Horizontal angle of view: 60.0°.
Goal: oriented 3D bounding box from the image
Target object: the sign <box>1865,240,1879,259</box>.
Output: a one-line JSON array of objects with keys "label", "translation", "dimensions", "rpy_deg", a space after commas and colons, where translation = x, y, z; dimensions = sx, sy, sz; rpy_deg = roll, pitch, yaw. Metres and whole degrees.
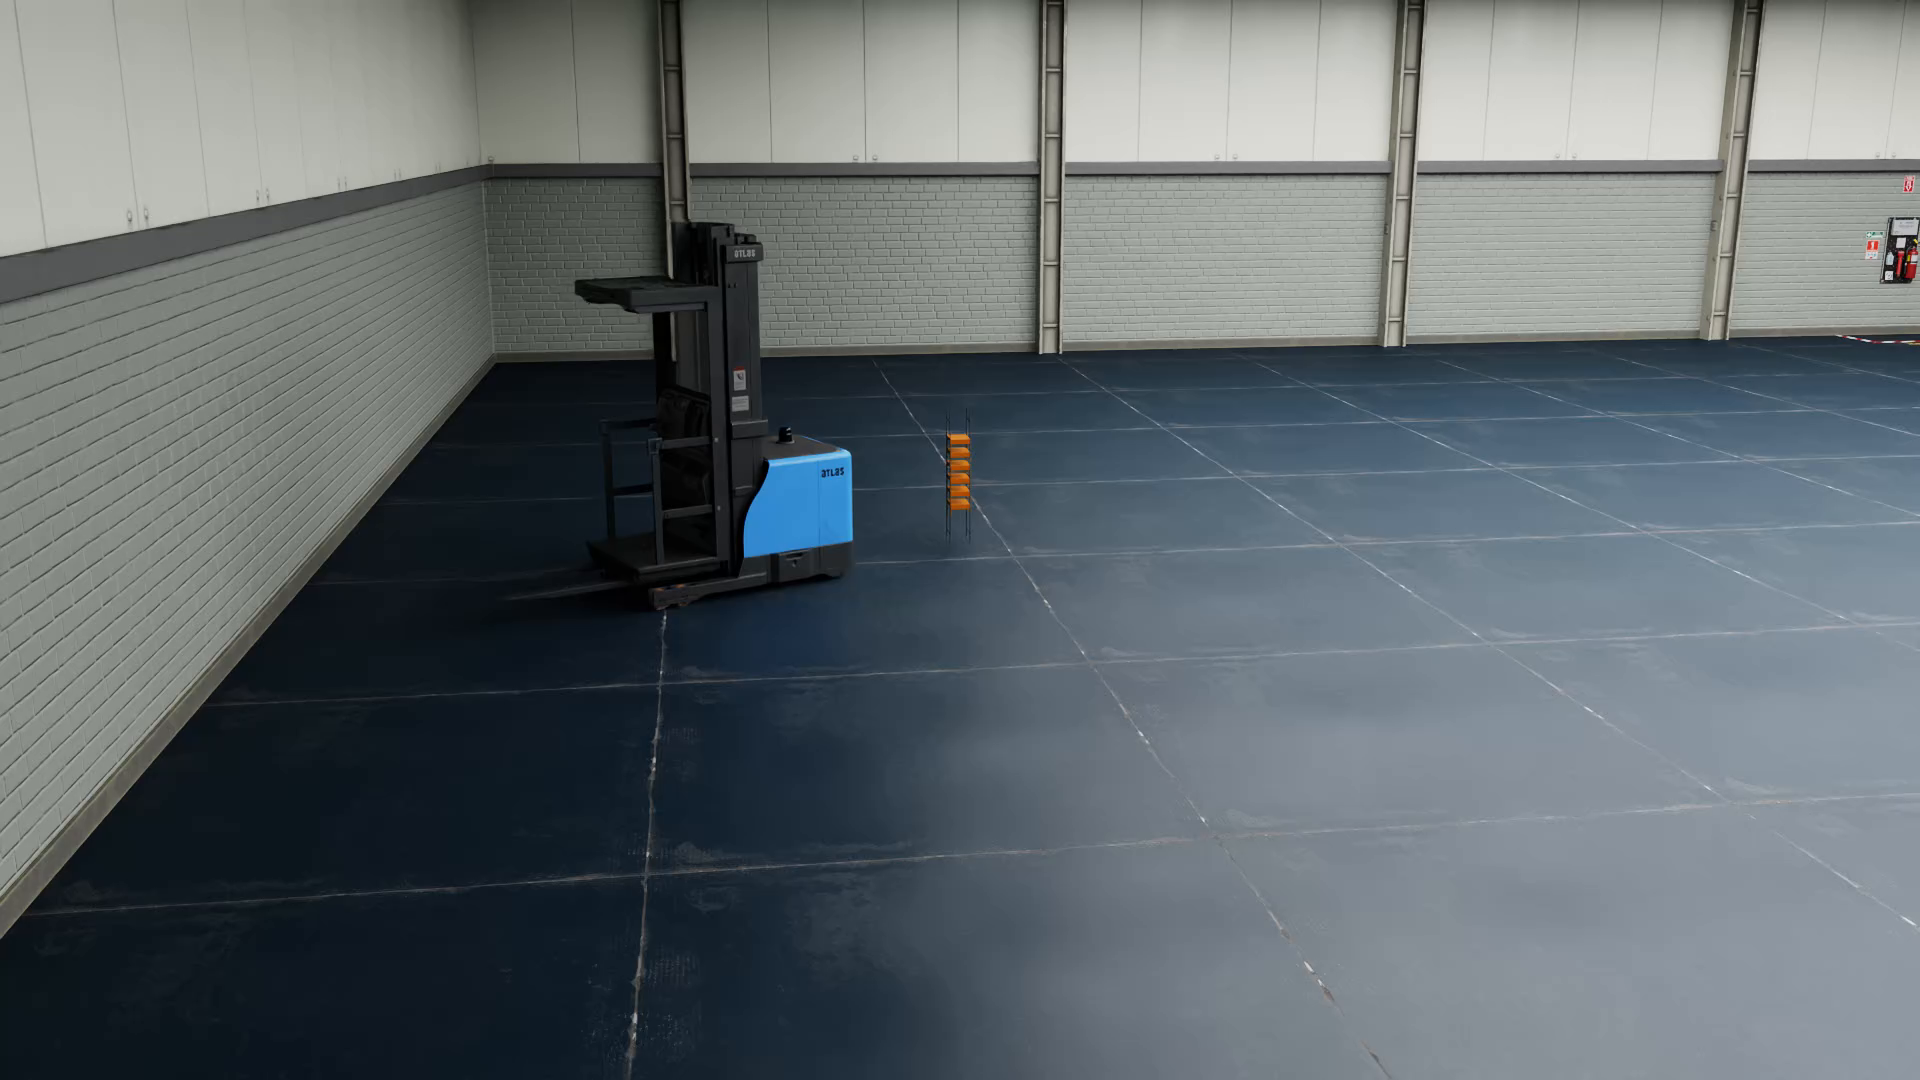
[{"label": "sign", "translation": [16.268, -5.177, 29.654], "dimensions": [0.234, 0.329, 0.001], "rpy_deg": [-2, 14, -8]}]

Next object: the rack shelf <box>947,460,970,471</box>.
[{"label": "rack shelf", "translation": [-0.014, -0.655, 15.084], "dimensions": [0.180, 0.103, 0.258], "rpy_deg": [-2, 14, -8]}]

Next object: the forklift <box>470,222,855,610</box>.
[{"label": "forklift", "translation": [-2.401, -1.020, 13.292], "dimensions": [3.031, 2.935, 1.130], "rpy_deg": [-9, 17, -32]}]

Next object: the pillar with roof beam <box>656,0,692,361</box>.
[{"label": "pillar with roof beam", "translation": [-3.811, -6.240, 21.633], "dimensions": [0.400, 9.000, 9.100], "rpy_deg": [-2, 14, -8]}]

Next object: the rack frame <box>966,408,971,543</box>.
[{"label": "rack frame", "translation": [0.076, -0.585, 15.115], "dimensions": [0.006, 1.200, 0.240], "rpy_deg": [-2, 14, -8]}]

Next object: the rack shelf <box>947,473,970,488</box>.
[{"label": "rack shelf", "translation": [-0.014, -0.538, 15.113], "dimensions": [0.180, 0.103, 0.258], "rpy_deg": [-2, 14, -8]}]

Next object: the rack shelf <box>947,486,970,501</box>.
[{"label": "rack shelf", "translation": [-0.014, -0.422, 15.142], "dimensions": [0.180, 0.103, 0.258], "rpy_deg": [-2, 14, -8]}]

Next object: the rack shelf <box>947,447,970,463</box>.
[{"label": "rack shelf", "translation": [-0.014, -0.771, 15.054], "dimensions": [0.180, 0.103, 0.258], "rpy_deg": [-2, 14, -8]}]

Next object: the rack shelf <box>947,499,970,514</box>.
[{"label": "rack shelf", "translation": [-0.014, -0.306, 15.171], "dimensions": [0.180, 0.103, 0.258], "rpy_deg": [-2, 14, -8]}]

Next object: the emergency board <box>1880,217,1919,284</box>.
[{"label": "emergency board", "translation": [16.831, -5.155, 29.639], "dimensions": [0.643, 1.169, 0.194], "rpy_deg": [-2, 14, -8]}]

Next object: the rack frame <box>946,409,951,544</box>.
[{"label": "rack frame", "translation": [-0.105, -0.578, 15.089], "dimensions": [0.006, 1.200, 0.240], "rpy_deg": [-2, 14, -8]}]

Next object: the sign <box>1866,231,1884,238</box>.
[{"label": "sign", "translation": [16.274, -5.432, 29.582], "dimensions": [0.331, 0.109, 0.001], "rpy_deg": [-2, 14, -8]}]

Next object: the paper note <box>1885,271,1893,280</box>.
[{"label": "paper note", "translation": [16.645, -4.738, 29.787], "dimensions": [0.142, 0.148, 0.016], "rpy_deg": [-2, 14, -8]}]

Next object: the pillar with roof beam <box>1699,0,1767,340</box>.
[{"label": "pillar with roof beam", "translation": [13.988, -6.892, 24.234], "dimensions": [0.400, 9.000, 9.100], "rpy_deg": [-2, 14, -8]}]

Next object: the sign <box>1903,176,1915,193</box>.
[{"label": "sign", "translation": [16.808, -6.303, 29.452], "dimensions": [0.199, 0.298, 0.001], "rpy_deg": [-2, 14, -8]}]

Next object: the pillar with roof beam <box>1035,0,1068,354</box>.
[{"label": "pillar with roof beam", "translation": [2.122, -6.458, 22.500], "dimensions": [0.400, 9.000, 9.100], "rpy_deg": [-2, 14, -8]}]

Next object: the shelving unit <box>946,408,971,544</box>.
[{"label": "shelving unit", "translation": [-0.014, -0.581, 15.102], "dimensions": [0.189, 1.200, 0.258], "rpy_deg": [-2, 14, -8]}]

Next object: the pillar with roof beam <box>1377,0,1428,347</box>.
[{"label": "pillar with roof beam", "translation": [8.055, -6.675, 23.367], "dimensions": [0.400, 9.000, 9.100], "rpy_deg": [-2, 14, -8]}]

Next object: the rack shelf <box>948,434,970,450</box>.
[{"label": "rack shelf", "translation": [-0.014, -0.888, 15.025], "dimensions": [0.180, 0.103, 0.258], "rpy_deg": [-2, 14, -8]}]
